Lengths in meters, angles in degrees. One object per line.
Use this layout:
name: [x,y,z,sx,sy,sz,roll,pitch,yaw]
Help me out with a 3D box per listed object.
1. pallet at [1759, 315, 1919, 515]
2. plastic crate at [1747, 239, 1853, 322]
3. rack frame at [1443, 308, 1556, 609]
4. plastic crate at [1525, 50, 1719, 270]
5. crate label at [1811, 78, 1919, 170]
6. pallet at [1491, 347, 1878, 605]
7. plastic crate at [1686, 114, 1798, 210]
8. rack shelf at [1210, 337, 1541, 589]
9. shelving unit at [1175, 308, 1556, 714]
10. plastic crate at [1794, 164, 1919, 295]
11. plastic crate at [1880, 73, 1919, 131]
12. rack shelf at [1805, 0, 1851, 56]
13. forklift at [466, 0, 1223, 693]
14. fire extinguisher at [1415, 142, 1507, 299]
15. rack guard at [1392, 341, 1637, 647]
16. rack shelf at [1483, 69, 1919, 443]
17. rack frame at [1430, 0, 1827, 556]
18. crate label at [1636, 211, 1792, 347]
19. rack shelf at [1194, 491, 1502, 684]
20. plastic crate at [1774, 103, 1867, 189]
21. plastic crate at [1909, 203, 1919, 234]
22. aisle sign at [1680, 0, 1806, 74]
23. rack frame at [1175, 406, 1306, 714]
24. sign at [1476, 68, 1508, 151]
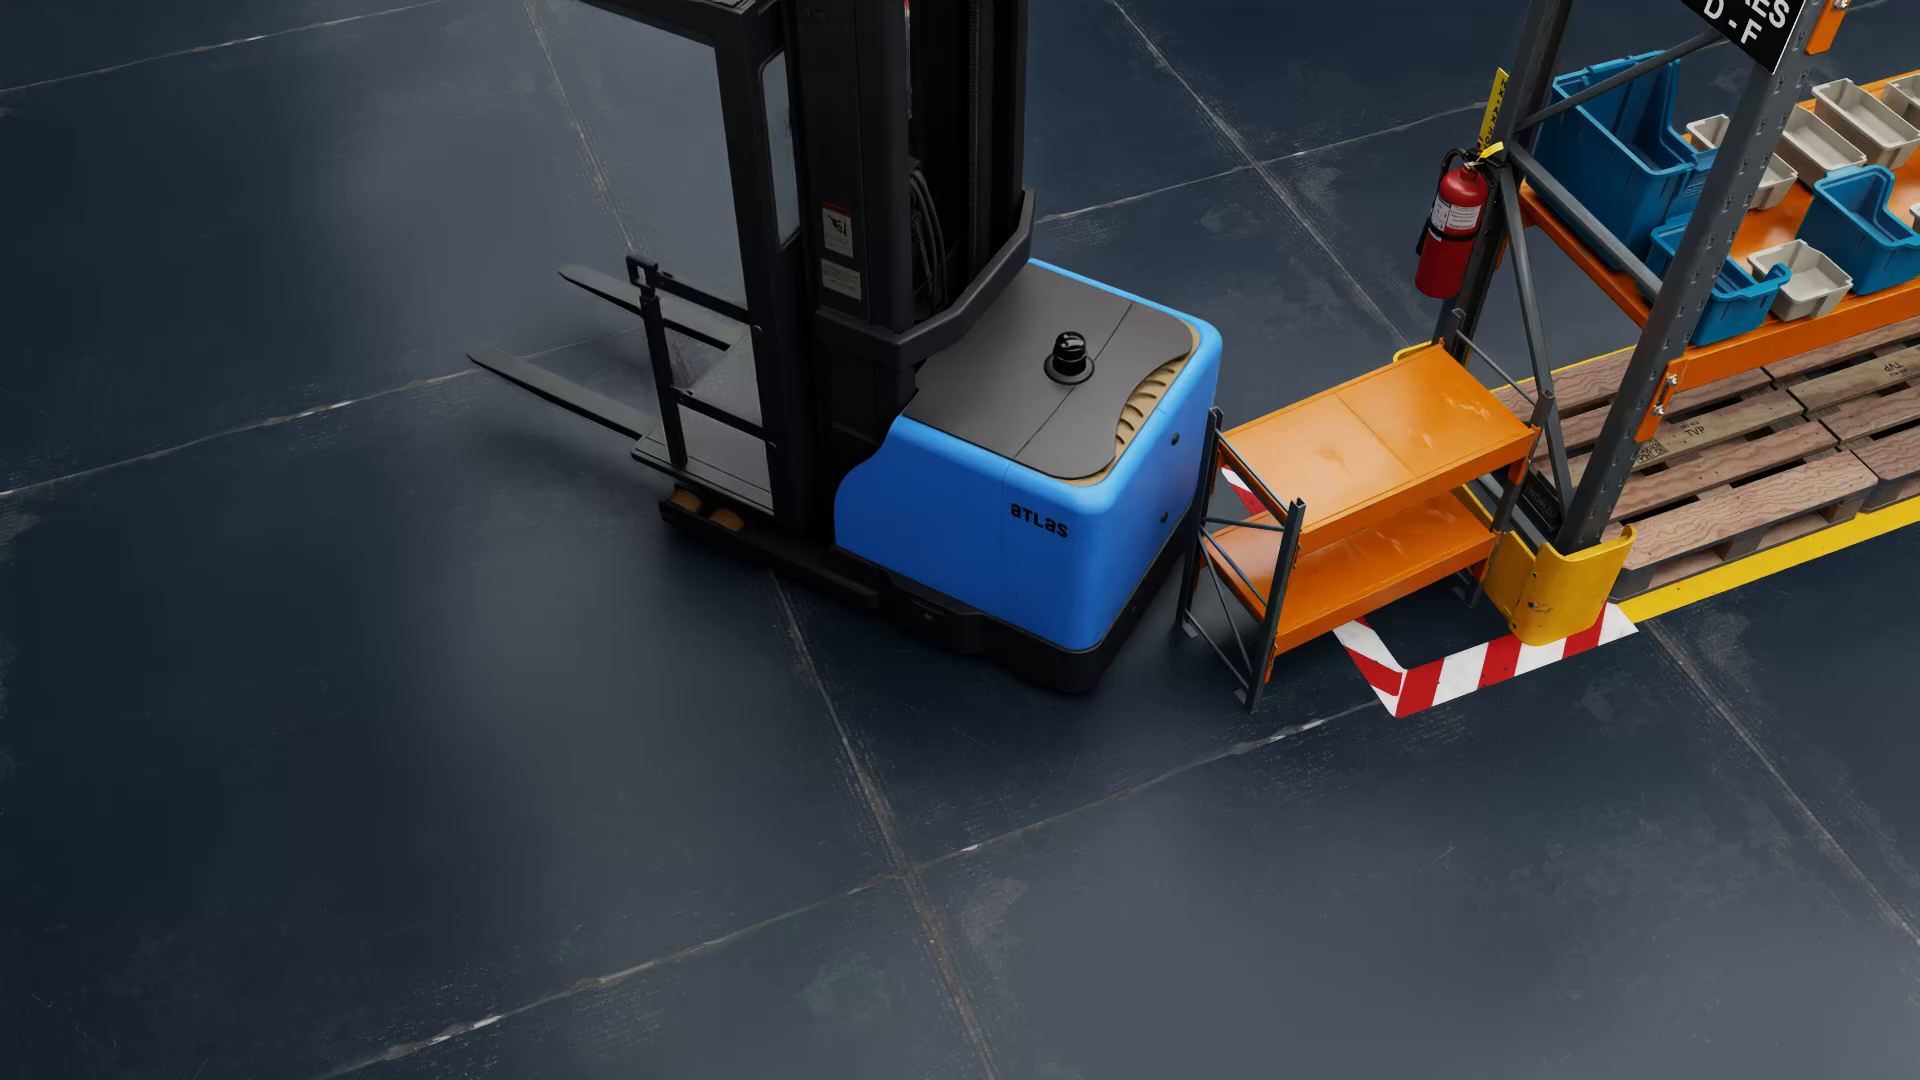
pallet: [3.987,-0.686,7.040,1.213,0.211,1.003,-17,52,-14]
plastic crate: [2.763,-0.845,5.473,0.298,0.136,0.250,-17,52,-14]
rack frame: [1.846,-0.273,6.083,0.032,1.125,0.500,-22,53,-18]
plastic crate: [2.321,-1.296,5.664,0.499,0.435,0.616,-17,52,-14]
crate label: [3.290,-1.502,6.038,0.243,0.136,0.396,-17,52,-14]
pallet: [2.860,-0.338,6.742,1.213,0.211,1.003,-17,52,-14]
plastic crate: [2.768,-1.332,5.892,0.243,0.136,0.396,-17,52,-14]
rack shelf: [1.399,-0.279,5.703,1.000,0.278,0.538,-22,53,-18]
shelving unit: [1.399,-0.089,5.925,1.048,1.125,0.538,-22,53,-18]
plastic crate: [3.044,-1.031,5.570,0.300,0.233,0.416,-17,52,-14]
plastic crate: [3.558,-1.600,6.122,0.250,0.136,0.298,-17,52,-14]
rack shelf: [3.933,-2.354,5.132,4.000,0.370,1.077,-17,52,-14]
forklift: [-0.598,-1.242,5.725,3.031,2.935,1.130,24,53,19]
fire extinguisher: [1.770,-1.167,5.912,0.183,0.674,0.296,-17,52,-14]
rack guard: [2.064,-0.207,6.439,0.348,0.500,1.175,-17,52,-14]
rack shelf: [3.933,-1.377,6.270,4.000,0.370,1.077,-17,52,-14]
rack frame: [2.082,-1.038,5.505,0.127,3.000,1.000,-17,52,-14]
crate label: [2.435,-0.842,5.408,0.303,0.233,0.416,-17,52,-14]
rack shelf: [1.399,0.071,6.111,1.000,0.278,0.538,-22,53,-18]
plastic crate: [3.042,-1.405,5.955,0.243,0.136,0.396,-17,52,-14]
plastic crate: [3.391,-1.039,5.640,0.298,0.136,0.250,-17,52,-14]
aisle sign: [2.127,-1.655,4.322,0.004,0.787,0.394,-17,52,-14]
rack frame: [0.953,0.095,5.767,0.032,1.125,0.500,-22,53,-18]
sign: [1.859,-1.473,5.771,0.005,0.325,0.100,-17,52,-14]
